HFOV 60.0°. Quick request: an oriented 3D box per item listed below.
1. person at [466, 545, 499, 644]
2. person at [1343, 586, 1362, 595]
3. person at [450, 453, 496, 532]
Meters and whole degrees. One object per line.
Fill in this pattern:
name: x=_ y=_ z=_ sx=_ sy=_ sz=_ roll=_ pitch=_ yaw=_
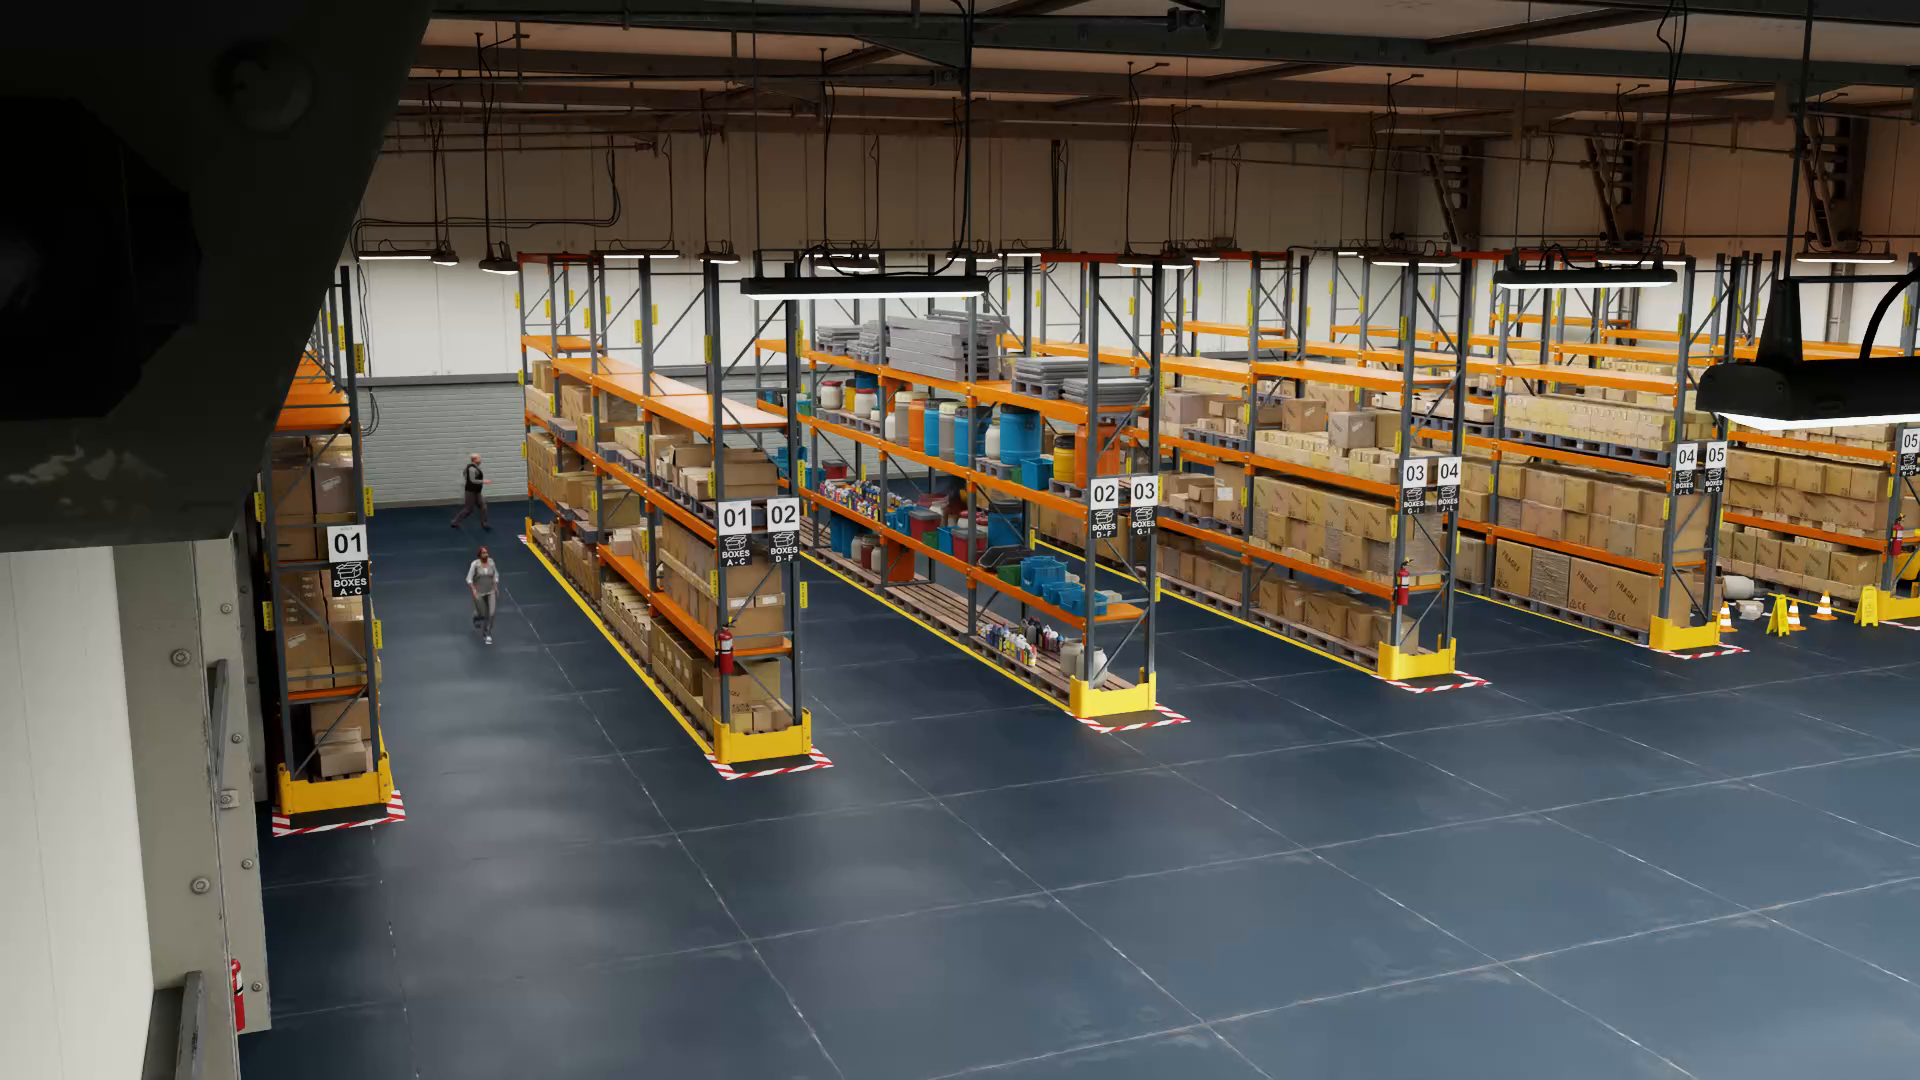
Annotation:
person: x=-7.524 y=0.835 z=26.226 sx=0.517 sy=1.560 sz=0.659 roll=-6 pitch=12 yaw=-30
person: x=7.193 y=0.204 z=29.383 sx=0.832 sy=1.776 sz=0.614 roll=9 pitch=14 yaw=41
person: x=-10.492 y=-0.991 z=35.696 sx=0.934 sy=1.742 sz=0.624 roll=-2 pitch=11 yaw=-10
